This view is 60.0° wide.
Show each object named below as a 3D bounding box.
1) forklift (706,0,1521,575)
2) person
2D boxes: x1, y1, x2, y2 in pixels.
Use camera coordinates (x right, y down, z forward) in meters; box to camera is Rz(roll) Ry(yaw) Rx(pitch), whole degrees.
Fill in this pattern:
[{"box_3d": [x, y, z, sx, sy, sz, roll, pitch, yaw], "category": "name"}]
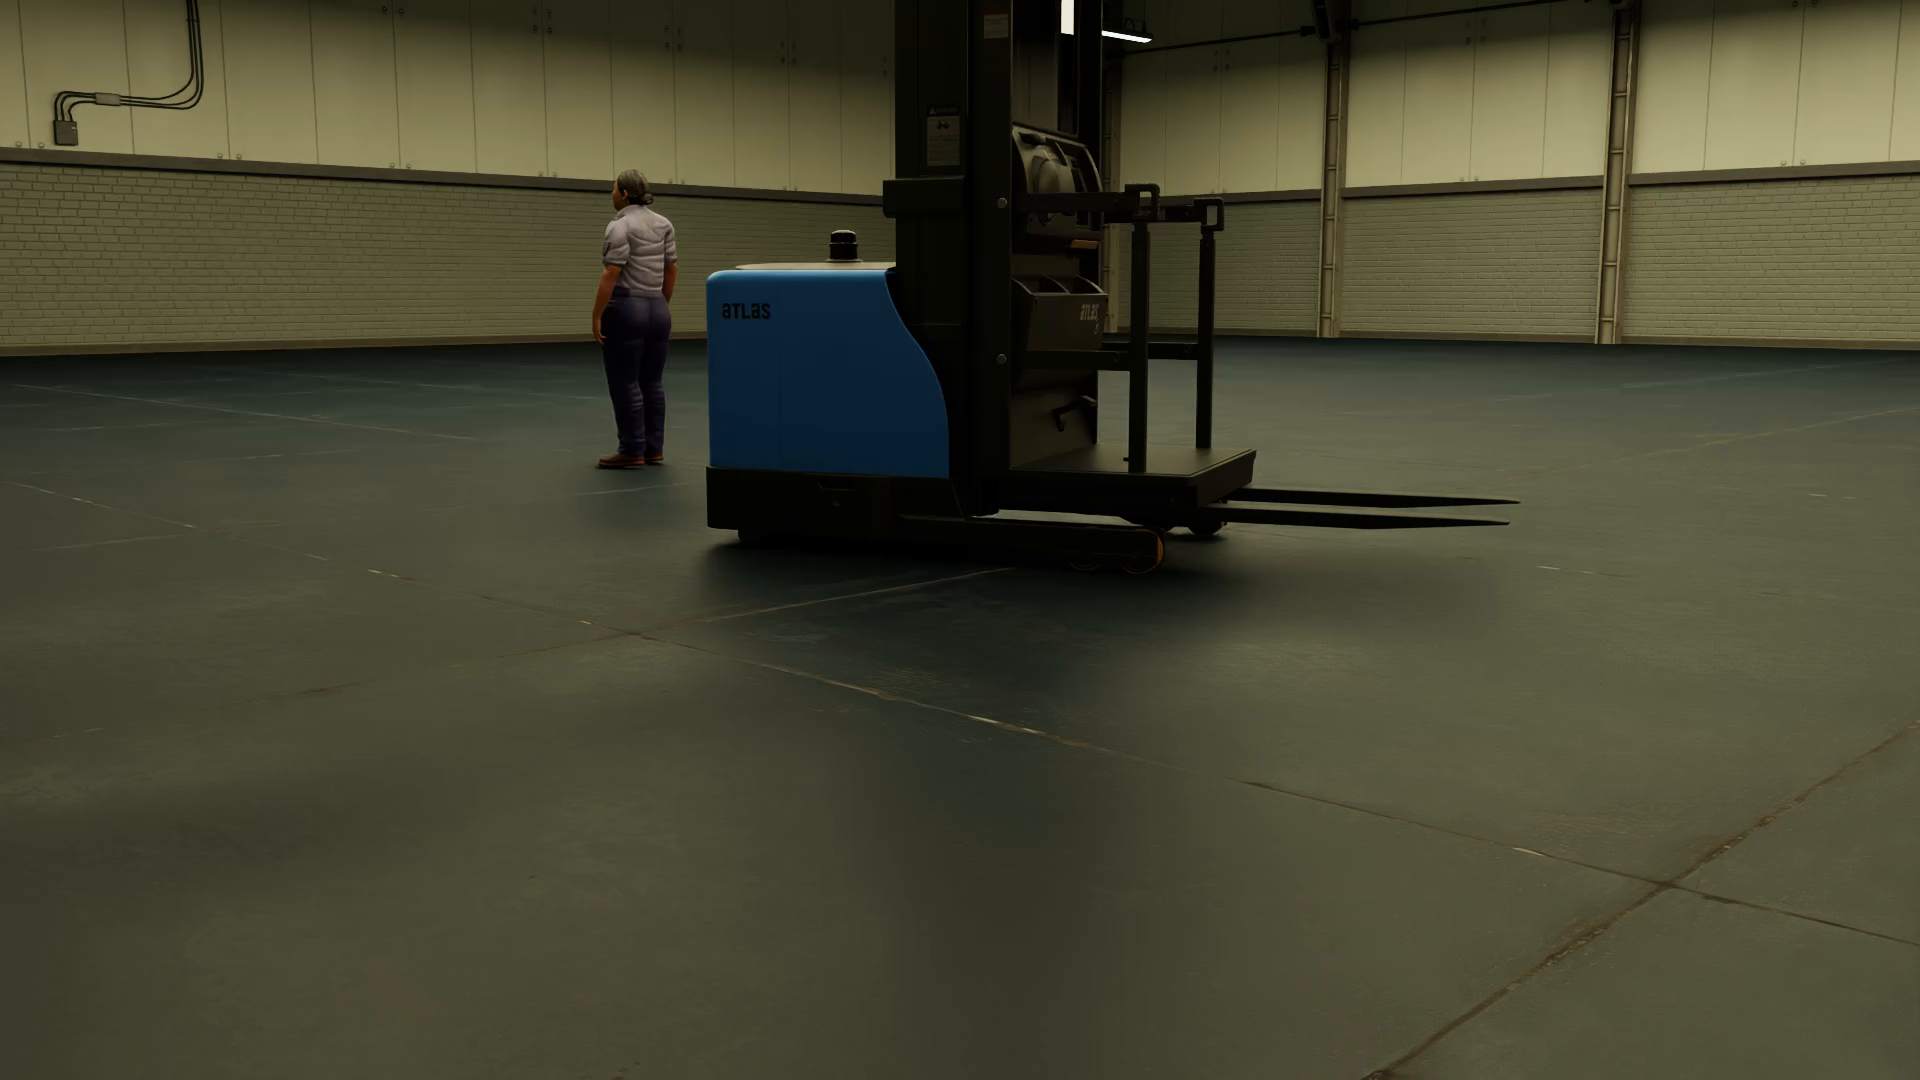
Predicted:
[{"box_3d": [0.565, -1.416, 6.275, 3.031, 2.935, 1.130, 3, 9, 22], "category": "forklift"}, {"box_3d": [-1.887, -1.239, 9.369, 0.501, 1.651, 0.595, 6, 10, 34], "category": "person"}]
